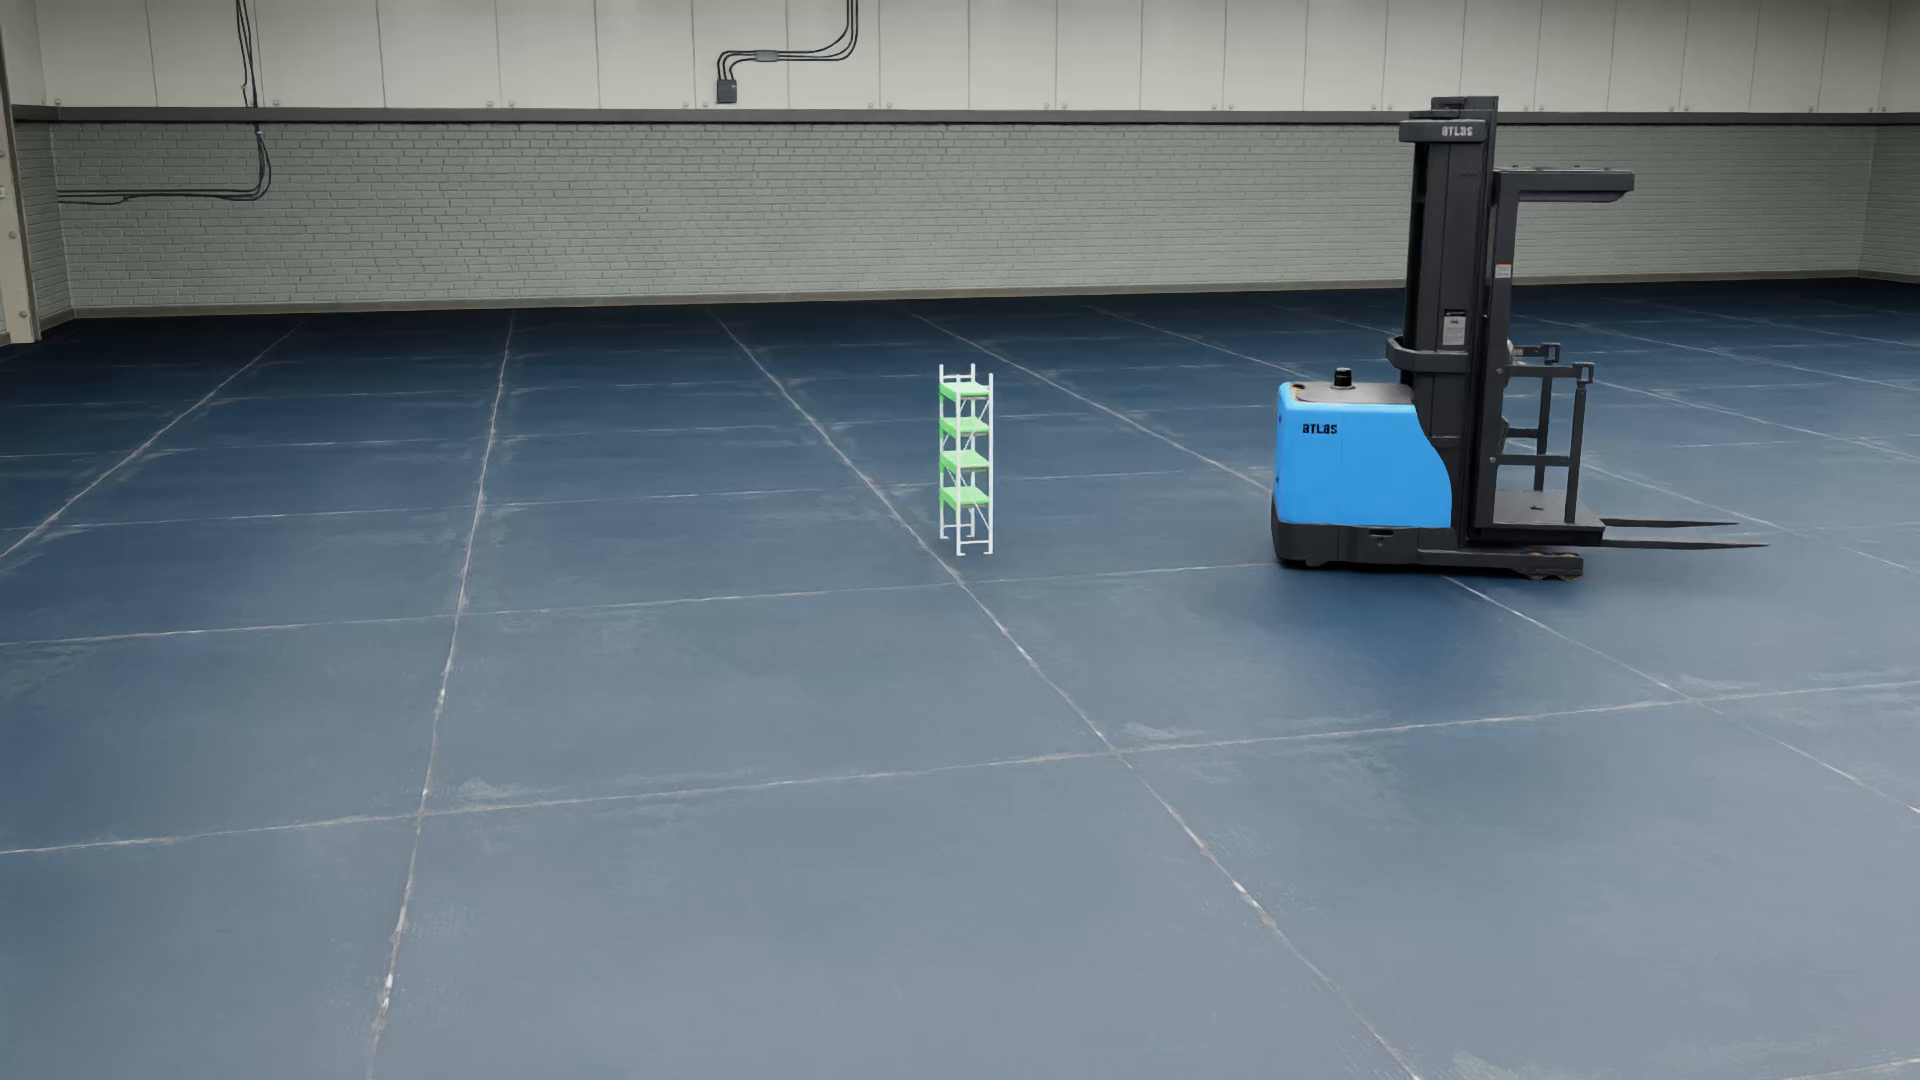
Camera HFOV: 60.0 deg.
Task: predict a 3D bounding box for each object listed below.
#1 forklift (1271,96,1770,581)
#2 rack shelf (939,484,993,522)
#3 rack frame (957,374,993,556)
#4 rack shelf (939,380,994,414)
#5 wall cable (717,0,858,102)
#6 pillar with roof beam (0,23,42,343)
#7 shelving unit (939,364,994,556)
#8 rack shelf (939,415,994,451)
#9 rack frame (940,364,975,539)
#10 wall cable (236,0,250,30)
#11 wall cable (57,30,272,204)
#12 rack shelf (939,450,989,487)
[{"bbox_3d":[3.595,-1.304,10.590,3.031,2.935,1.130,2,14,8],"label":"forklift"},{"bbox_3d":[0.039,-0.249,11.200,0.258,0.148,0.480,-3,14,-13],"label":"rack shelf"},{"bbox_3d":[0.096,-0.488,10.898,0.240,1.200,0.015,-3,14,-13],"label":"rack frame"},{"bbox_3d":[0.039,-0.949,11.030,0.258,0.148,0.480,-3,14,-13],"label":"rack shelf"},{"bbox_3d":[-2.750,-9.976,26.132,2.305,6.003,0.169,-3,14,-13],"label":"wall cable"},{"bbox_3d":[-8.391,-7.285,22.283,9.100,9.000,0.400,-3,14,-13],"label":"pillar with roof beam"},{"bbox_3d":[0.039,-0.545,11.128,0.258,1.200,0.503,-3,14,-13],"label":"shelving unit"},{"bbox_3d":[0.039,-0.716,11.087,0.258,0.148,0.480,-3,14,-13],"label":"rack shelf"},{"bbox_3d":[-0.018,-0.601,11.359,0.240,1.200,0.015,-3,14,-13],"label":"rack frame"},{"bbox_3d":[-9.352,-8.894,24.771,3.097,2.526,0.112,-3,14,-13],"label":"wall cable"},{"bbox_3d":[-11.982,-6.290,24.753,3.097,2.526,0.112,-3,14,-13],"label":"wall cable"},{"bbox_3d":[0.039,-0.483,11.144,0.258,0.148,0.480,-3,14,-13],"label":"rack shelf"}]
